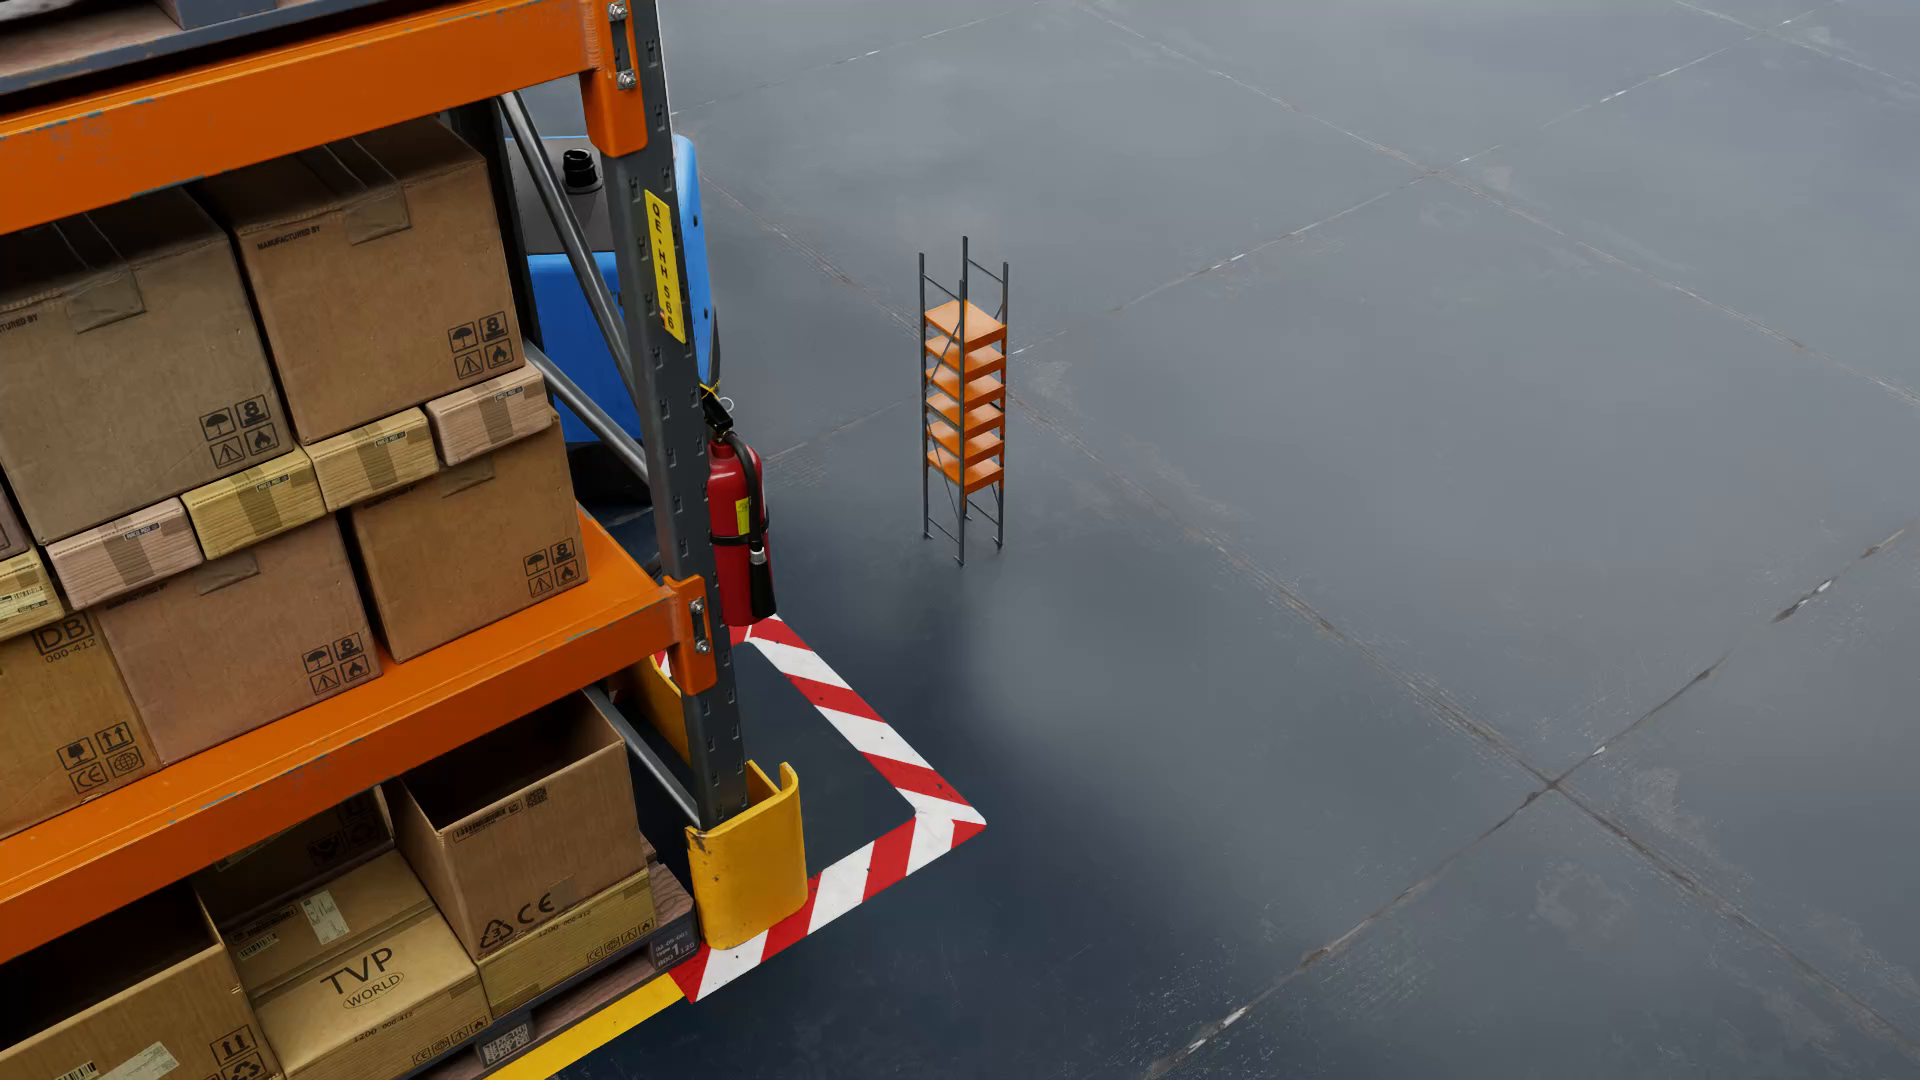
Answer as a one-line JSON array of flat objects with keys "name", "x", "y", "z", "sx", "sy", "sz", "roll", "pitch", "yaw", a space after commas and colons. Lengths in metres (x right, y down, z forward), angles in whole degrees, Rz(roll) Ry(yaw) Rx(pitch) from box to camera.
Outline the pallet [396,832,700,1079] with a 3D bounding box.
[{"name": "pallet", "x": -1.518, "y": 1.087, "z": 4.759, "sx": 1.213, "sy": 0.211, "sz": 1.003, "roll": -26, "pitch": 46, "yaw": -28}]

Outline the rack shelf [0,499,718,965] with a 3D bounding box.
[{"name": "rack shelf", "x": -2.523, "y": 0.743, "z": 3.546, "sx": 4.000, "sy": 0.370, "sz": 1.077, "roll": -26, "pitch": 46, "yaw": -28}]

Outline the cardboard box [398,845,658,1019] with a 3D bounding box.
[{"name": "cardboard box", "x": -1.182, "y": 0.949, "z": 4.565, "sx": 0.500, "sy": 0.250, "sz": 0.500, "roll": -26, "pitch": 46, "yaw": -28}]

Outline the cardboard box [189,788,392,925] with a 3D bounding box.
[{"name": "cardboard box", "x": -1.893, "y": 0.592, "z": 4.408, "sx": 0.500, "sy": 0.500, "sz": 0.500, "roll": -26, "pitch": 46, "yaw": -28}]

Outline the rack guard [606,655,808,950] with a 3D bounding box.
[{"name": "rack guard", "x": -0.918, "y": 0.649, "z": 5.065, "sx": 0.348, "sy": 0.500, "sz": 1.175, "roll": -26, "pitch": 46, "yaw": -28}]

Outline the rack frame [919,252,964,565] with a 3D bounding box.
[{"name": "rack frame", "x": -0.061, "y": -0.434, "z": 5.833, "sx": 0.006, "sy": 1.200, "sz": 0.240, "roll": -26, "pitch": 46, "yaw": -28}]

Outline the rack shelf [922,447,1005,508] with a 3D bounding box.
[{"name": "rack shelf", "x": 0.011, "y": -0.250, "z": 6.057, "sx": 0.180, "sy": 0.103, "sz": 0.258, "roll": -26, "pitch": 46, "yaw": -28}]

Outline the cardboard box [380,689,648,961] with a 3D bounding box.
[{"name": "cardboard box", "x": -1.181, "y": 0.660, "z": 4.326, "sx": 0.500, "sy": 0.500, "sz": 0.500, "roll": -26, "pitch": 46, "yaw": -28}]

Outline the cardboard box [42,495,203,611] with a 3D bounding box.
[{"name": "cardboard box", "x": -1.734, "y": -0.057, "z": 3.364, "sx": 0.250, "sy": 0.149, "sz": 0.380, "roll": -25, "pitch": 46, "yaw": -28}]

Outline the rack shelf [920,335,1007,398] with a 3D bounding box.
[{"name": "rack shelf", "x": 0.011, "y": -0.621, "z": 5.752, "sx": 0.180, "sy": 0.103, "sz": 0.258, "roll": -26, "pitch": 46, "yaw": -28}]

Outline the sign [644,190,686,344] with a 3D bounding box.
[{"name": "sign", "x": -0.618, "y": -0.569, "z": 3.479, "sx": 0.005, "sy": 0.325, "sz": 0.100, "roll": -26, "pitch": 46, "yaw": -28}]

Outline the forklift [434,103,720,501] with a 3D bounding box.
[{"name": "forklift", "x": -2.500, "y": -1.528, "z": 5.801, "sx": 3.031, "sy": 2.935, "sz": 1.130, "roll": -3, "pitch": 39, "yaw": -4}]

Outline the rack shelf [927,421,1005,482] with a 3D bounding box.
[{"name": "rack shelf", "x": 0.011, "y": -0.342, "z": 5.981, "sx": 0.180, "sy": 0.103, "sz": 0.258, "roll": -26, "pitch": 46, "yaw": -28}]

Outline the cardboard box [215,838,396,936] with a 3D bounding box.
[{"name": "cardboard box", "x": -1.892, "y": 0.883, "z": 4.645, "sx": 0.500, "sy": 0.250, "sz": 0.500, "roll": -26, "pitch": 46, "yaw": -28}]

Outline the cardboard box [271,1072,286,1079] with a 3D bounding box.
[{"name": "cardboard box", "x": -1.967, "y": 1.342, "z": 4.086, "sx": 0.500, "sy": 0.250, "sz": 0.500, "roll": -26, "pitch": 46, "yaw": -28}]

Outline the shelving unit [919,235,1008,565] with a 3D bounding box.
[{"name": "shelving unit", "x": 0.011, "y": -0.469, "z": 5.876, "sx": 0.189, "sy": 1.200, "sz": 0.258, "roll": -26, "pitch": 46, "yaw": -28}]

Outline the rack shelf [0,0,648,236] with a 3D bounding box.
[{"name": "rack shelf", "x": -2.523, "y": -0.417, "z": 2.595, "sx": 4.000, "sy": 0.370, "sz": 1.077, "roll": -26, "pitch": 46, "yaw": -28}]

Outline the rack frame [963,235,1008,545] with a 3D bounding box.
[{"name": "rack frame", "x": 0.084, "y": -0.505, "z": 5.919, "sx": 0.006, "sy": 1.200, "sz": 0.240, "roll": -26, "pitch": 46, "yaw": -28}]

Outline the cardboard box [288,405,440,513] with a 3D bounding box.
[{"name": "cardboard box", "x": -1.331, "y": -0.252, "z": 3.602, "sx": 0.250, "sy": 0.149, "sz": 0.380, "roll": -25, "pitch": 45, "yaw": -27}]

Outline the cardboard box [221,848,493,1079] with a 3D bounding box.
[{"name": "cardboard box", "x": -1.571, "y": 1.148, "z": 4.323, "sx": 0.500, "sy": 0.250, "sz": 0.500, "roll": -26, "pitch": 46, "yaw": -28}]

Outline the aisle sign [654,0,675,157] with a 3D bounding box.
[{"name": "aisle sign", "x": -0.706, "y": -1.191, "z": 3.287, "sx": 0.004, "sy": 0.787, "sz": 0.394, "roll": -26, "pitch": 46, "yaw": -28}]

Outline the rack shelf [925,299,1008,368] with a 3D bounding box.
[{"name": "rack shelf", "x": 0.011, "y": -0.713, "z": 5.676, "sx": 0.180, "sy": 0.103, "sz": 0.258, "roll": -26, "pitch": 46, "yaw": -28}]

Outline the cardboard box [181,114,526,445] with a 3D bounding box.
[{"name": "cardboard box", "x": -1.357, "y": -0.654, "z": 3.580, "sx": 0.500, "sy": 0.500, "sz": 0.700, "roll": -26, "pitch": 46, "yaw": -28}]

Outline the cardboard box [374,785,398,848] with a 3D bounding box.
[{"name": "cardboard box", "x": -1.498, "y": 0.688, "z": 4.883, "sx": 0.500, "sy": 0.250, "sz": 0.500, "roll": -26, "pitch": 46, "yaw": -28}]

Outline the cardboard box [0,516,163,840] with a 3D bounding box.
[{"name": "cardboard box", "x": -2.126, "y": 0.222, "z": 3.536, "sx": 0.500, "sy": 0.500, "sz": 0.700, "roll": -26, "pitch": 46, "yaw": -28}]

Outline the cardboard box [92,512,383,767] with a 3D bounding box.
[{"name": "cardboard box", "x": -1.729, "y": 0.033, "z": 3.766, "sx": 0.500, "sy": 0.500, "sz": 0.700, "roll": -25, "pitch": 45, "yaw": -27}]

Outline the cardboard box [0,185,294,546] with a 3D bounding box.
[{"name": "cardboard box", "x": -1.771, "y": -0.448, "z": 3.329, "sx": 0.500, "sy": 0.500, "sz": 0.700, "roll": -27, "pitch": 47, "yaw": -29}]

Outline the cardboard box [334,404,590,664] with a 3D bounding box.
[{"name": "cardboard box", "x": -1.315, "y": -0.173, "z": 4.017, "sx": 0.500, "sy": 0.500, "sz": 0.700, "roll": -26, "pitch": 46, "yaw": -28}]

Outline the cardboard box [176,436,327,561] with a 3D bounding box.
[{"name": "cardboard box", "x": -1.533, "y": -0.153, "z": 3.481, "sx": 0.250, "sy": 0.149, "sz": 0.380, "roll": -27, "pitch": 46, "yaw": -29}]

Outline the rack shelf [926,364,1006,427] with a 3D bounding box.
[{"name": "rack shelf", "x": 0.011, "y": -0.528, "z": 5.828, "sx": 0.180, "sy": 0.103, "sz": 0.258, "roll": -26, "pitch": 46, "yaw": -28}]

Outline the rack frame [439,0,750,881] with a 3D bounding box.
[{"name": "rack frame", "x": -0.937, "y": -0.308, "z": 4.260, "sx": 0.127, "sy": 3.000, "sz": 1.000, "roll": -26, "pitch": 46, "yaw": -28}]

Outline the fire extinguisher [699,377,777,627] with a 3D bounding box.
[{"name": "fire extinguisher", "x": -0.560, "y": -0.090, "z": 4.056, "sx": 0.183, "sy": 0.674, "sz": 0.296, "roll": -26, "pitch": 46, "yaw": -28}]

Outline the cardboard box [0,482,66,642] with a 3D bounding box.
[{"name": "cardboard box", "x": -1.942, "y": 0.045, "z": 3.240, "sx": 0.250, "sy": 0.149, "sz": 0.380, "roll": -25, "pitch": 45, "yaw": -27}]

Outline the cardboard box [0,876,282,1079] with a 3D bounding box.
[{"name": "cardboard box", "x": -1.965, "y": 1.054, "z": 3.846, "sx": 0.500, "sy": 0.500, "sz": 0.500, "roll": -26, "pitch": 46, "yaw": -28}]

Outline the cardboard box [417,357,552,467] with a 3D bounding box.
[{"name": "cardboard box", "x": -1.124, "y": -0.354, "z": 3.726, "sx": 0.250, "sy": 0.149, "sz": 0.380, "roll": -27, "pitch": 46, "yaw": -29}]

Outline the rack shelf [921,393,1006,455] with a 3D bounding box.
[{"name": "rack shelf", "x": 0.011, "y": -0.435, "z": 5.904, "sx": 0.180, "sy": 0.103, "sz": 0.258, "roll": -26, "pitch": 46, "yaw": -28}]

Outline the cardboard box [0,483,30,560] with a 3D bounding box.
[{"name": "cardboard box", "x": -2.170, "y": -0.253, "z": 3.091, "sx": 0.500, "sy": 0.500, "sz": 0.700, "roll": -26, "pitch": 46, "yaw": -28}]
